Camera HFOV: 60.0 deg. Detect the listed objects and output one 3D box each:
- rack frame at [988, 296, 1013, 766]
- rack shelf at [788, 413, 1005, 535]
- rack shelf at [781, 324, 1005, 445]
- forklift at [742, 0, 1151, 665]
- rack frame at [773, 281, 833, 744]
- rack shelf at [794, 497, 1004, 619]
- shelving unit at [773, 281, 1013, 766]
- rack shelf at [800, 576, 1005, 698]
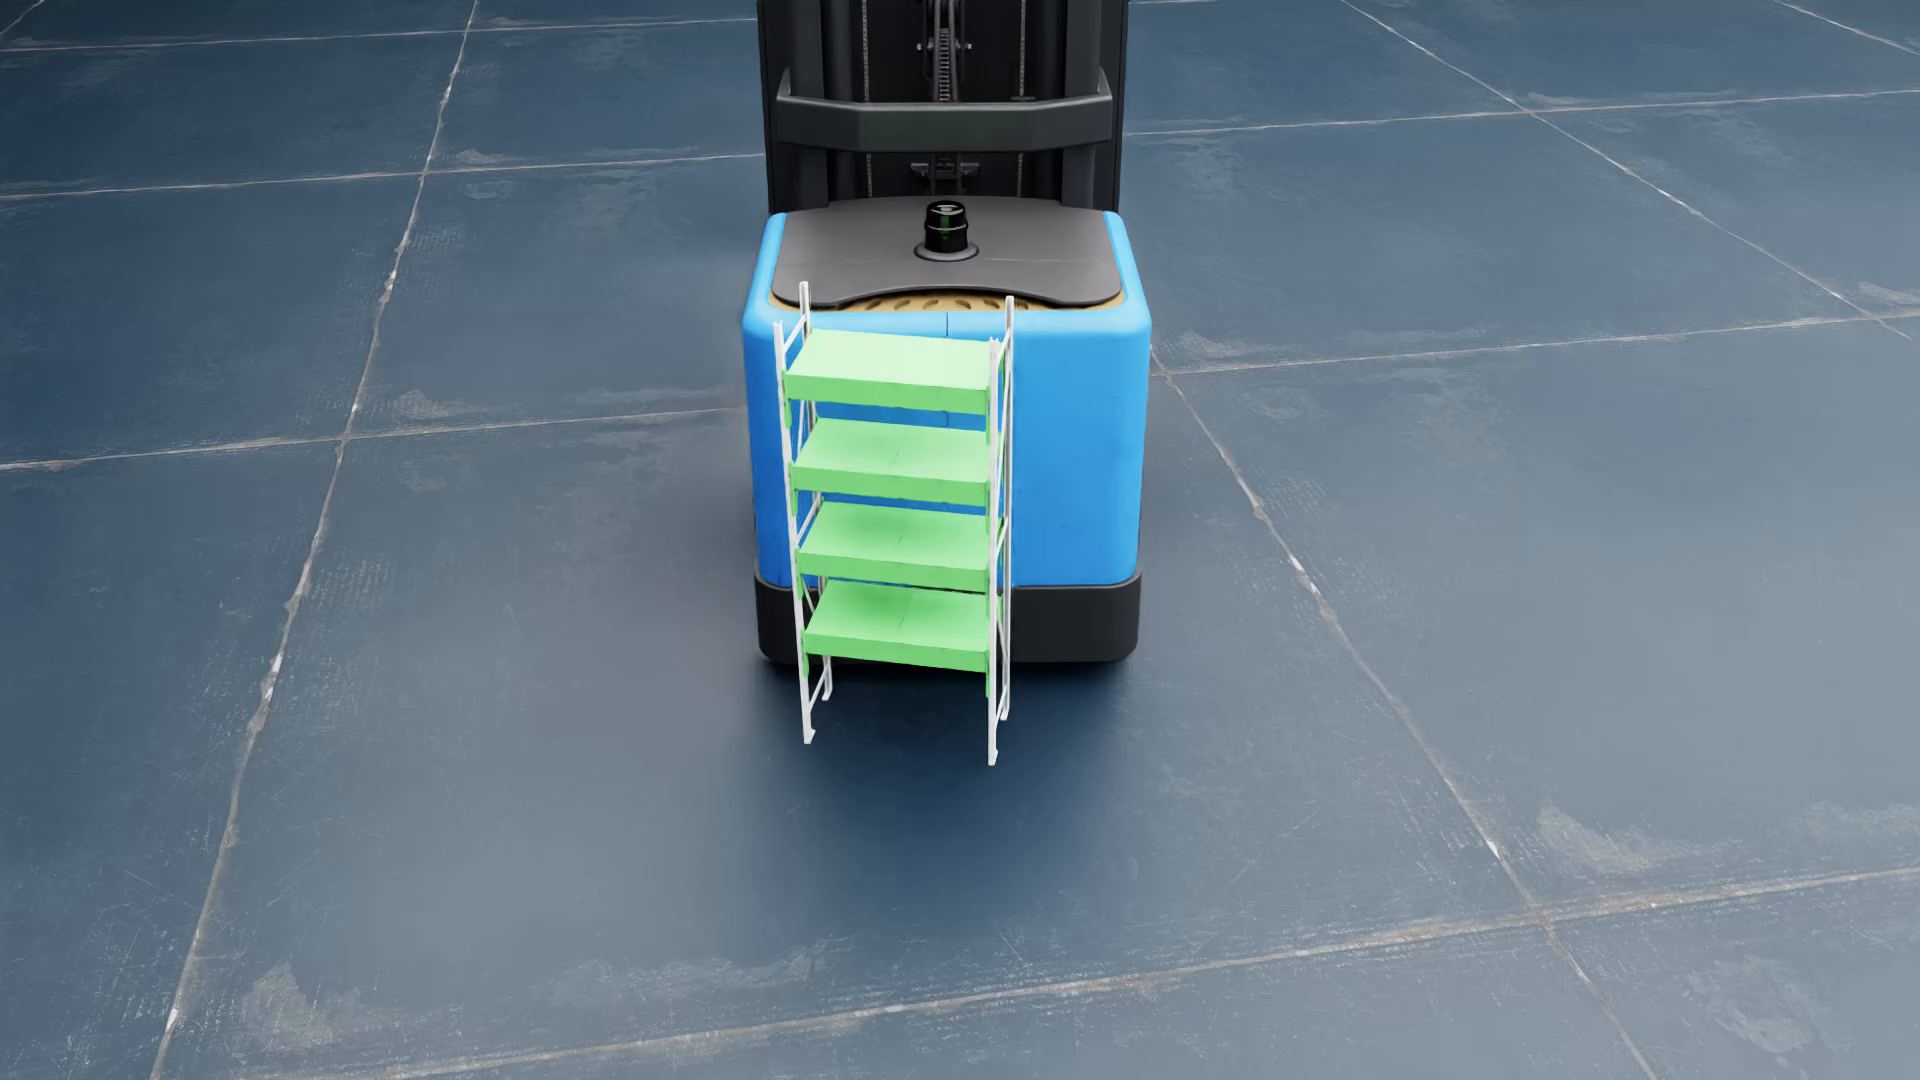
[{"bbox_3d":[0.098,0.009,4.040,0.015,1.200,0.240,5,33,9],"label":"rack frame"},{"bbox_3d":[-0.143,-0.162,3.984,0.480,0.148,0.258,5,33,9],"label":"rack shelf"},{"bbox_3d":[-0.145,-0.364,3.855,0.480,0.148,0.258,5,33,9],"label":"rack shelf"},{"bbox_3d":[-0.054,-1.632,5.134,1.130,2.935,3.031,0,30,-1],"label":"forklift"},{"bbox_3d":[-0.382,-0.036,4.118,0.015,1.200,0.240,5,33,9],"label":"rack frame"},{"bbox_3d":[-0.141,0.041,4.113,0.480,0.148,0.258,5,33,9],"label":"rack shelf"},{"bbox_3d":[-0.142,-0.013,4.079,0.503,1.200,0.258,5,33,9],"label":"shelving unit"},{"bbox_3d":[-0.140,0.243,4.243,0.480,0.148,0.258,5,33,9],"label":"rack shelf"}]
